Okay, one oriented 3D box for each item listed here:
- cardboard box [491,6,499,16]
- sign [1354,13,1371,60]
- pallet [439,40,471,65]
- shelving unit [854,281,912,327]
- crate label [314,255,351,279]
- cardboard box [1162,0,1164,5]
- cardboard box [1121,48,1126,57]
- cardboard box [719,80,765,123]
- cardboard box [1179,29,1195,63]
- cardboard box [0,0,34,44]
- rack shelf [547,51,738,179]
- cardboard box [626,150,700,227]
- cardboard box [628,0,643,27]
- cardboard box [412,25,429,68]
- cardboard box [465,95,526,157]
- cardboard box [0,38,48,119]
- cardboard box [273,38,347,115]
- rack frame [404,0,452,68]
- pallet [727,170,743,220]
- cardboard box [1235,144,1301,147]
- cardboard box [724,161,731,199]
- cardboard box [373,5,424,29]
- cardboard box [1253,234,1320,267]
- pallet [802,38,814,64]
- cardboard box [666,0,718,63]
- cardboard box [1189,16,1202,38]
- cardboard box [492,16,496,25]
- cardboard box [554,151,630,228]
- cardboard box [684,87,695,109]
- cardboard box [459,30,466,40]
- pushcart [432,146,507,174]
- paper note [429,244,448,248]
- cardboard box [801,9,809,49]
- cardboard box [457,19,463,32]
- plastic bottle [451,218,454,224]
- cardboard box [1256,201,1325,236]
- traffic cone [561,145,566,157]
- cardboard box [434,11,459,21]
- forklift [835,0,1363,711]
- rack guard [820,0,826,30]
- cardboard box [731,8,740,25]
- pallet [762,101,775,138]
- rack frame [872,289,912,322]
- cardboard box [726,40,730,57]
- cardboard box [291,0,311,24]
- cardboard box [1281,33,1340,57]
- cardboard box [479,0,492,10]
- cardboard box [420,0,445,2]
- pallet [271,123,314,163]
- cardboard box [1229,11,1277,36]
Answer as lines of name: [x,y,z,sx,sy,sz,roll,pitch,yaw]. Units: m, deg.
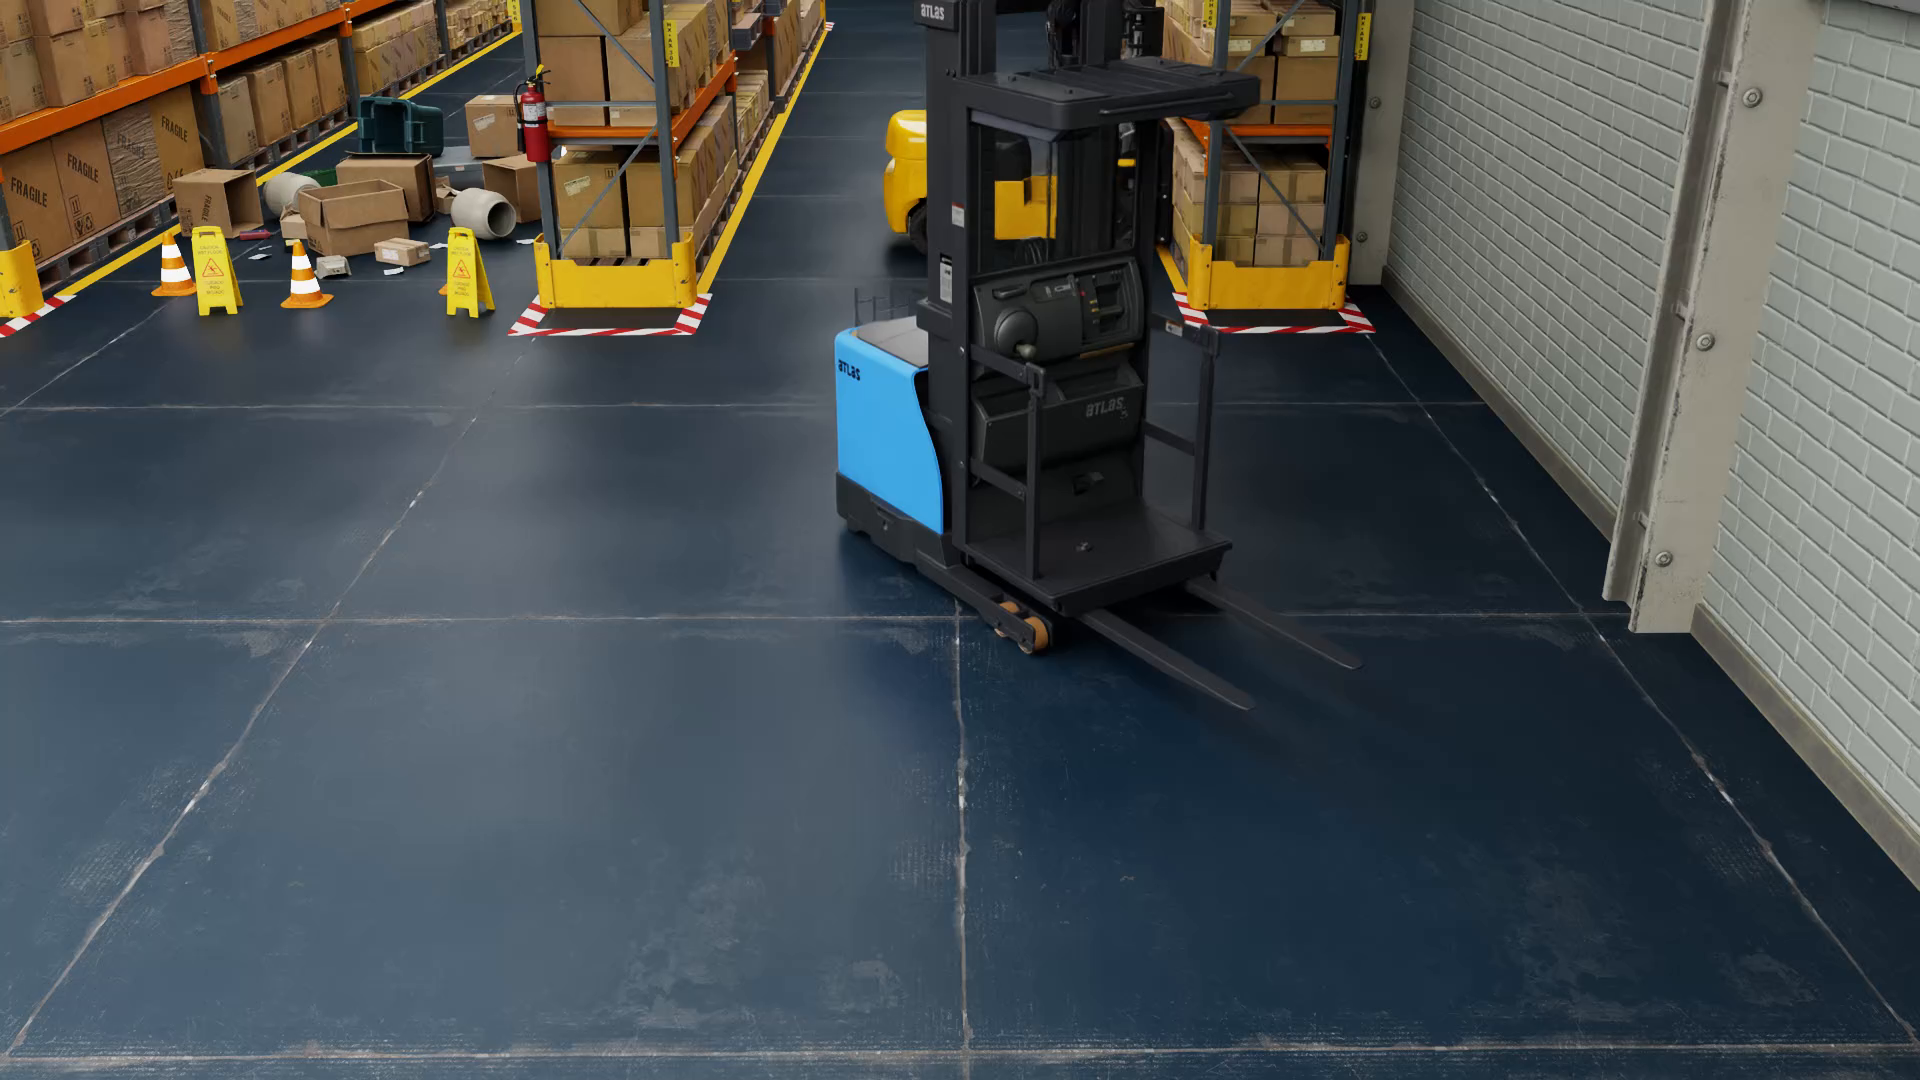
cardboard box: [-7.446,-8.299,26.049,0.380,0.149,0.250,-1,24,-3]
sign: [2.897,-3.627,11.983,0.100,0.325,0.005,0,24,-1]
pallet: [-7.744,-7.059,24.103,1.003,0.211,1.213,0,24,-1]
shelving unit: [-0.408,-0.777,9.012,0.258,1.200,0.189,-16,29,-31]
crate label: [-5.093,-2.218,13.488,0.250,0.136,0.298,-14,28,-28]
cardboard box: [2.043,-4.946,15.138,0.380,0.149,0.250,0,24,1]
cardboard box: [2.247,-5.345,19.300,0.875,0.625,0.625,1,24,1]
cardboard box: [-2.697,-4.926,18.681,0.950,0.372,0.625,-1,24,-2]
cardboard box: [2.071,-3.868,13.542,0.500,0.500,0.500,-1,24,-2]
cardboard box: [-7.634,-4.048,12.568,0.875,0.550,0.550,0,24,-1]
rack shelf: [-2.644,-3.669,14.095,1.077,0.370,4.000,0,24,-1]
cardboard box: [-2.355,-2.796,13.209,0.500,0.500,0.500,-1,24,-2]
cardboard box: [-2.844,-4.227,12.761,0.700,0.500,0.500,0,24,0]
cardboard box: [-7.436,-6.591,22.206,0.500,0.500,0.500,-1,24,-2]
cardboard box: [-4.445,-4.006,16.083,0.500,0.500,0.500,0,24,-1]
cardboard box: [-7.648,-3.556,12.791,0.875,0.550,0.550,0,24,-1]
cardboard box: [-7.741,-5.320,19.093,1.050,0.750,0.750,-1,24,-1]
rack frame: [-7.701,-8.053,22.916,1.000,3.000,0.127,0,24,-1]
pallet: [-2.623,-3.274,15.732,1.003,0.211,1.213,0,24,-1]
cardboard box: [2.522,-3.201,13.802,0.500,0.250,0.500,0,24,-1]
cardboard box: [-2.374,-3.297,15.228,0.500,0.250,0.500,-1,24,-2]
cardboard box: [-7.448,-6.930,22.046,0.500,0.250,0.500,1,24,2]
cardboard box: [2.532,-2.338,13.107,0.500,0.250,0.500,0,24,0]
pallet: [-2.683,-7.160,24.326,1.003,0.211,1.213,0,24,-1]
cardboard box: [-2.389,-4.394,14.343,0.500,0.500,0.500,0,24,1]
cardboard box: [2.042,-4.103,13.274,0.380,0.149,0.250,-1,24,-2]
cardboard box: [-7.510,-8.163,26.109,0.380,0.149,0.250,0,24,-1]
cardboard box: [-2.891,-2.782,13.177,0.500,0.500,0.500,0,24,0]
cardboard box: [-2.314,-3.517,13.192,0.380,0.149,0.250,0,24,0]
cardboard box: [-7.494,-7.413,24.451,0.380,0.149,0.250,-1,24,-2]
pushcart: [-4.945,-3.595,16.241,1.648,0.377,0.936,-9,26,-19]
paper note: [-4.482,-2.546,14.356,0.148,0.019,0.142,8,26,18]
cardboard box: [-2.652,-7.400,24.072,0.875,0.438,0.875,-1,24,-1]
cardboard box: [-7.517,-7.547,24.387,0.380,0.149,0.250,-1,24,-3]
plastic bottle: [-4.527,-2.942,15.180,0.133,0.061,0.283,4,25,9]
cardboard box: [2.544,-2.557,12.985,0.500,0.250,0.500,0,24,0]
traffic cone: [-4.079,-4.170,17.408,0.336,0.463,0.334,0,24,-1]
cardboard box: [-7.494,-7.577,24.092,0.380,0.149,0.250,-1,24,-1]
forklift: [0.584,-1.040,7.493,1.130,2.935,3.031,-16,29,-31]
rack guard: [-2.797,-8.636,27.239,1.175,0.500,0.348,0,24,-1]
cardboard box: [-2.356,-5.127,16.241,0.380,0.149,0.250,0,24,0]
pallet: [-2.702,-4.876,19.276,1.003,0.211,1.213,0,24,-1]
rack frame: [-0.357,-0.746,8.943,0.240,1.200,0.006,-16,29,-31]
cardboard box: [-2.357,-4.575,15.531,0.380,0.149,0.250,-1,24,-1]
cardboard box: [-7.375,-5.855,17.934,0.500,0.500,0.500,-1,24,-1]
cardboard box: [2.597,-3.678,12.335,0.380,0.149,0.250,-1,24,-2]
cardboard box: [-7.413,-8.221,25.514,0.380,0.149,0.250,1,24,1]
cardboard box: [-8.045,-8.105,25.259,0.380,0.149,0.250,0,24,0]
pallet: [-7.714,-4.308,18.019,1.003,0.211,1.213,0,24,-1]
cardboard box: [2.127,-3.820,12.286,0.380,0.149,0.250,0,24,0]
